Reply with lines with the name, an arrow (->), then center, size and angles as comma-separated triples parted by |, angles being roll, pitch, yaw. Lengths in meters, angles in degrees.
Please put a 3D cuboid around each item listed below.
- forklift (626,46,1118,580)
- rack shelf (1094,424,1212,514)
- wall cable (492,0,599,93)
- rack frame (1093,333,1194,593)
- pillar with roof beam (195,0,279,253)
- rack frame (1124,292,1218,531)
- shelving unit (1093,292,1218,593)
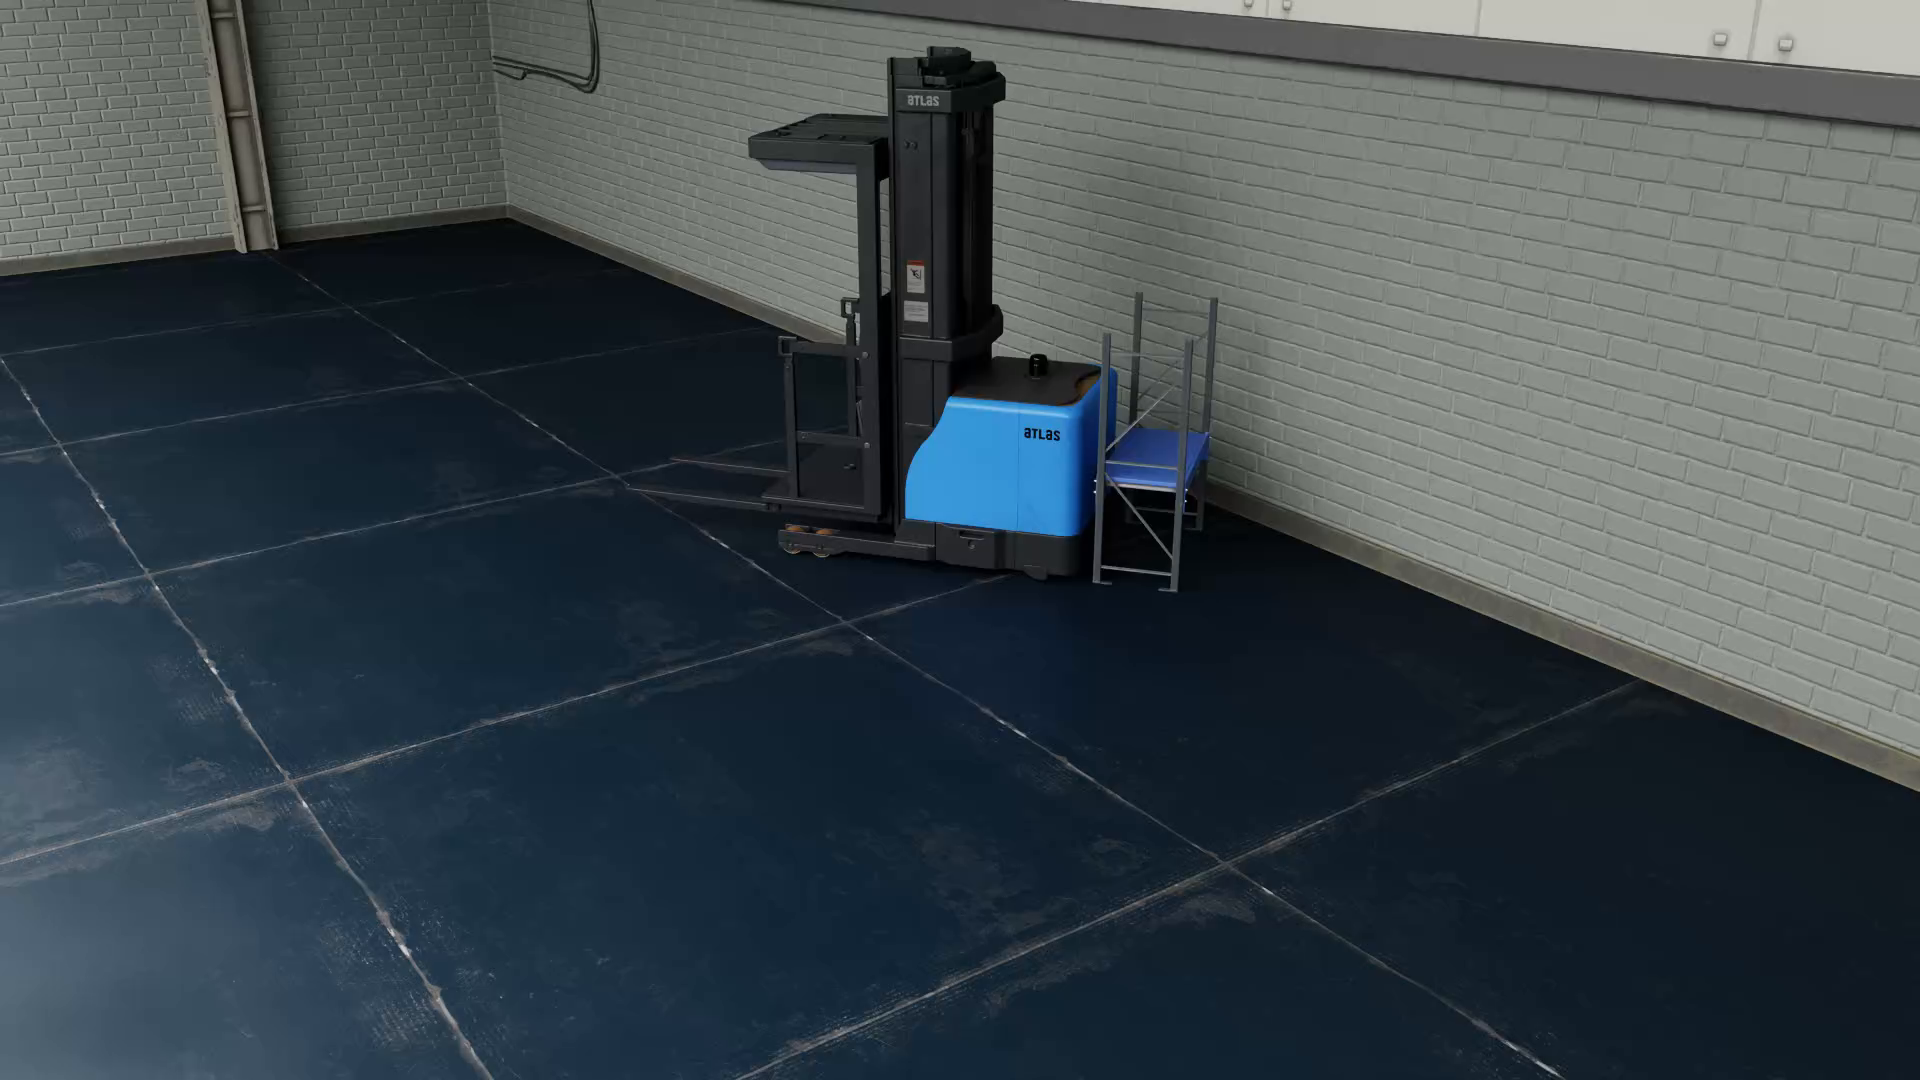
forklift -> -0.598, -1.433, 10.033 | 3.031, 2.935, 1.130 | 7, 23, 17
rack shelf -> 1.165, -0.437, 9.949 | 0.538, 0.185, 1.000 | 6, 23, 14
wall cable -> -4.670, -6.224, 18.042 | 0.112, 2.526, 3.097 | -15, 26, -33
rack frame -> 1.028, -0.423, 9.428 | 0.500, 1.500, 0.032 | 6, 23, 14
pillar with roof beam -> -5.319, -6.131, 13.620 | 0.400, 9.000, 9.100 | -15, 26, -33
rack frame -> 1.304, -0.785, 10.336 | 0.500, 1.500, 0.032 | 6, 23, 14
shelving unit -> 1.166, -0.604, 9.882 | 0.538, 1.500, 1.048 | 6, 23, 14
